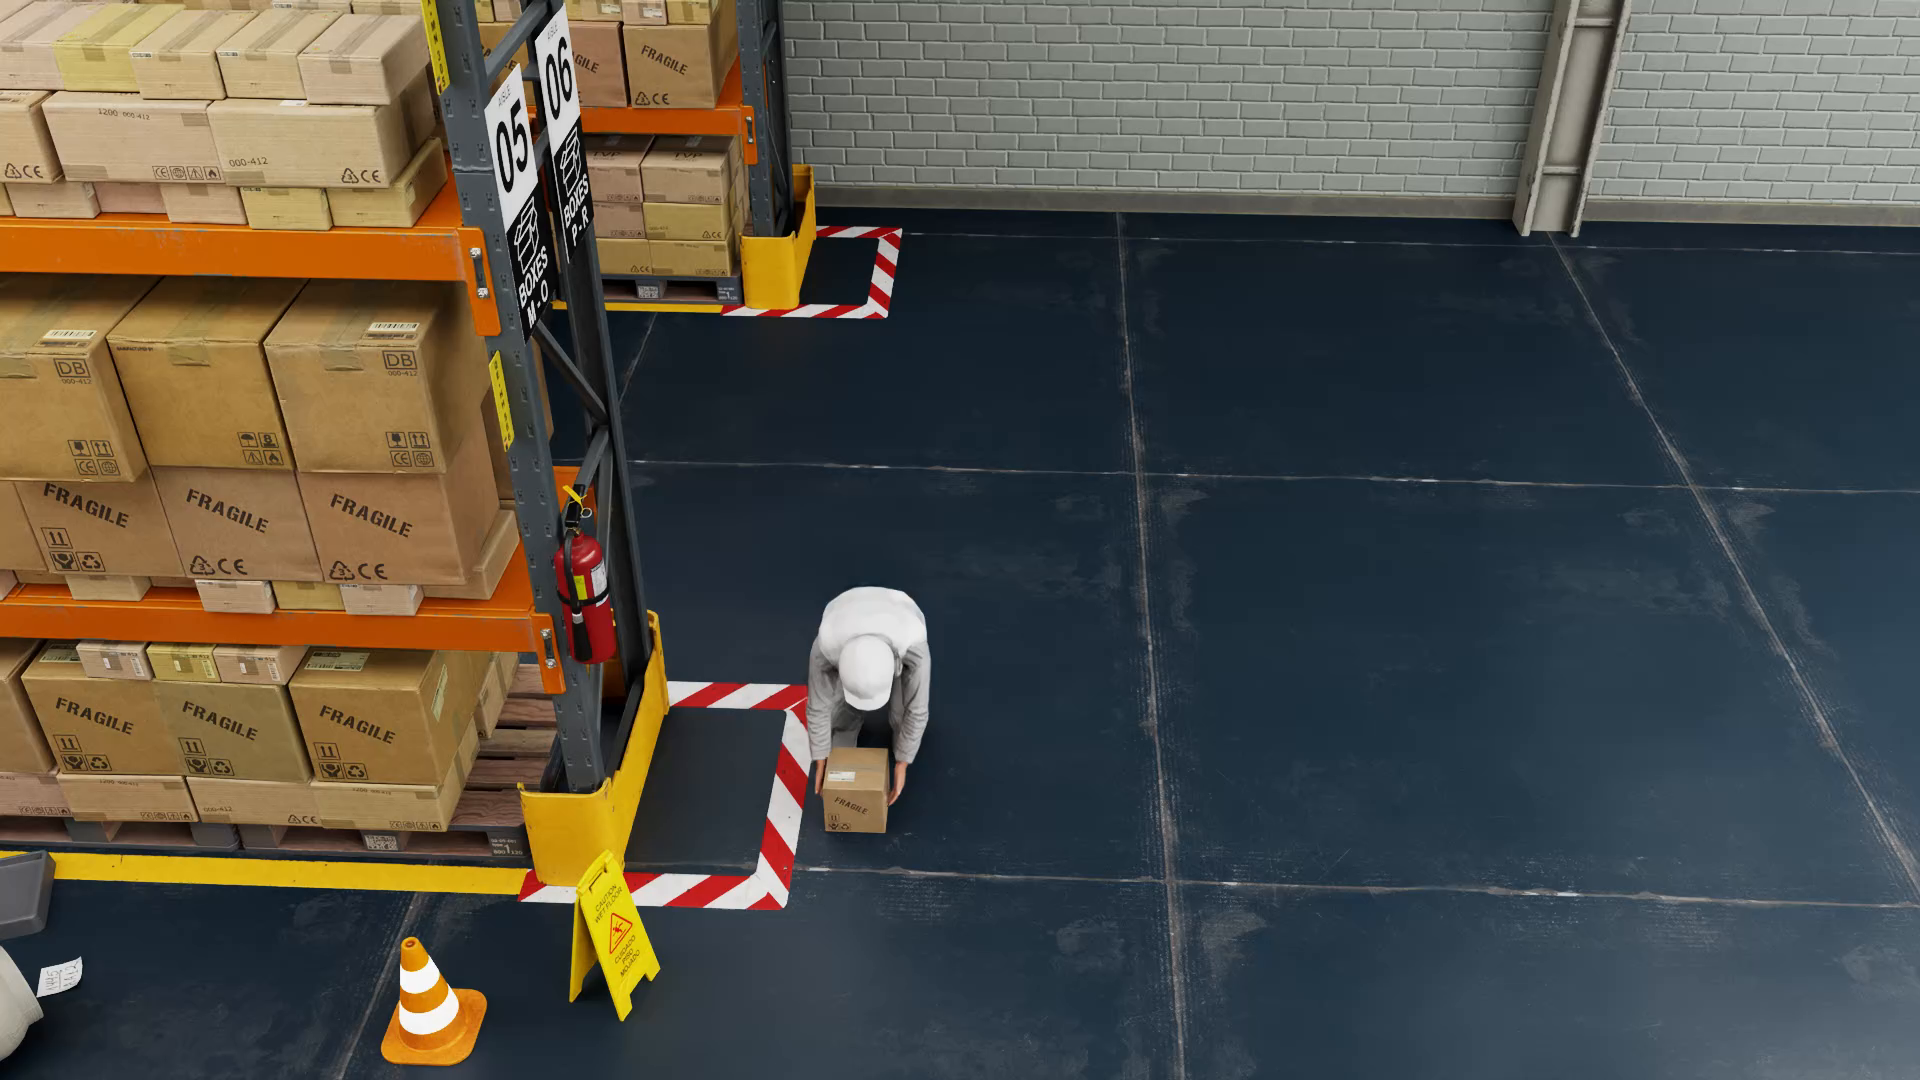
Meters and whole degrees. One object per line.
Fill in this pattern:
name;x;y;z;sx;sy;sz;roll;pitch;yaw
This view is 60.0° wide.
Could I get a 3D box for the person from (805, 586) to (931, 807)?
person;-0.370;0.582;7.010;0.529;0.930;0.913;4;36;6
